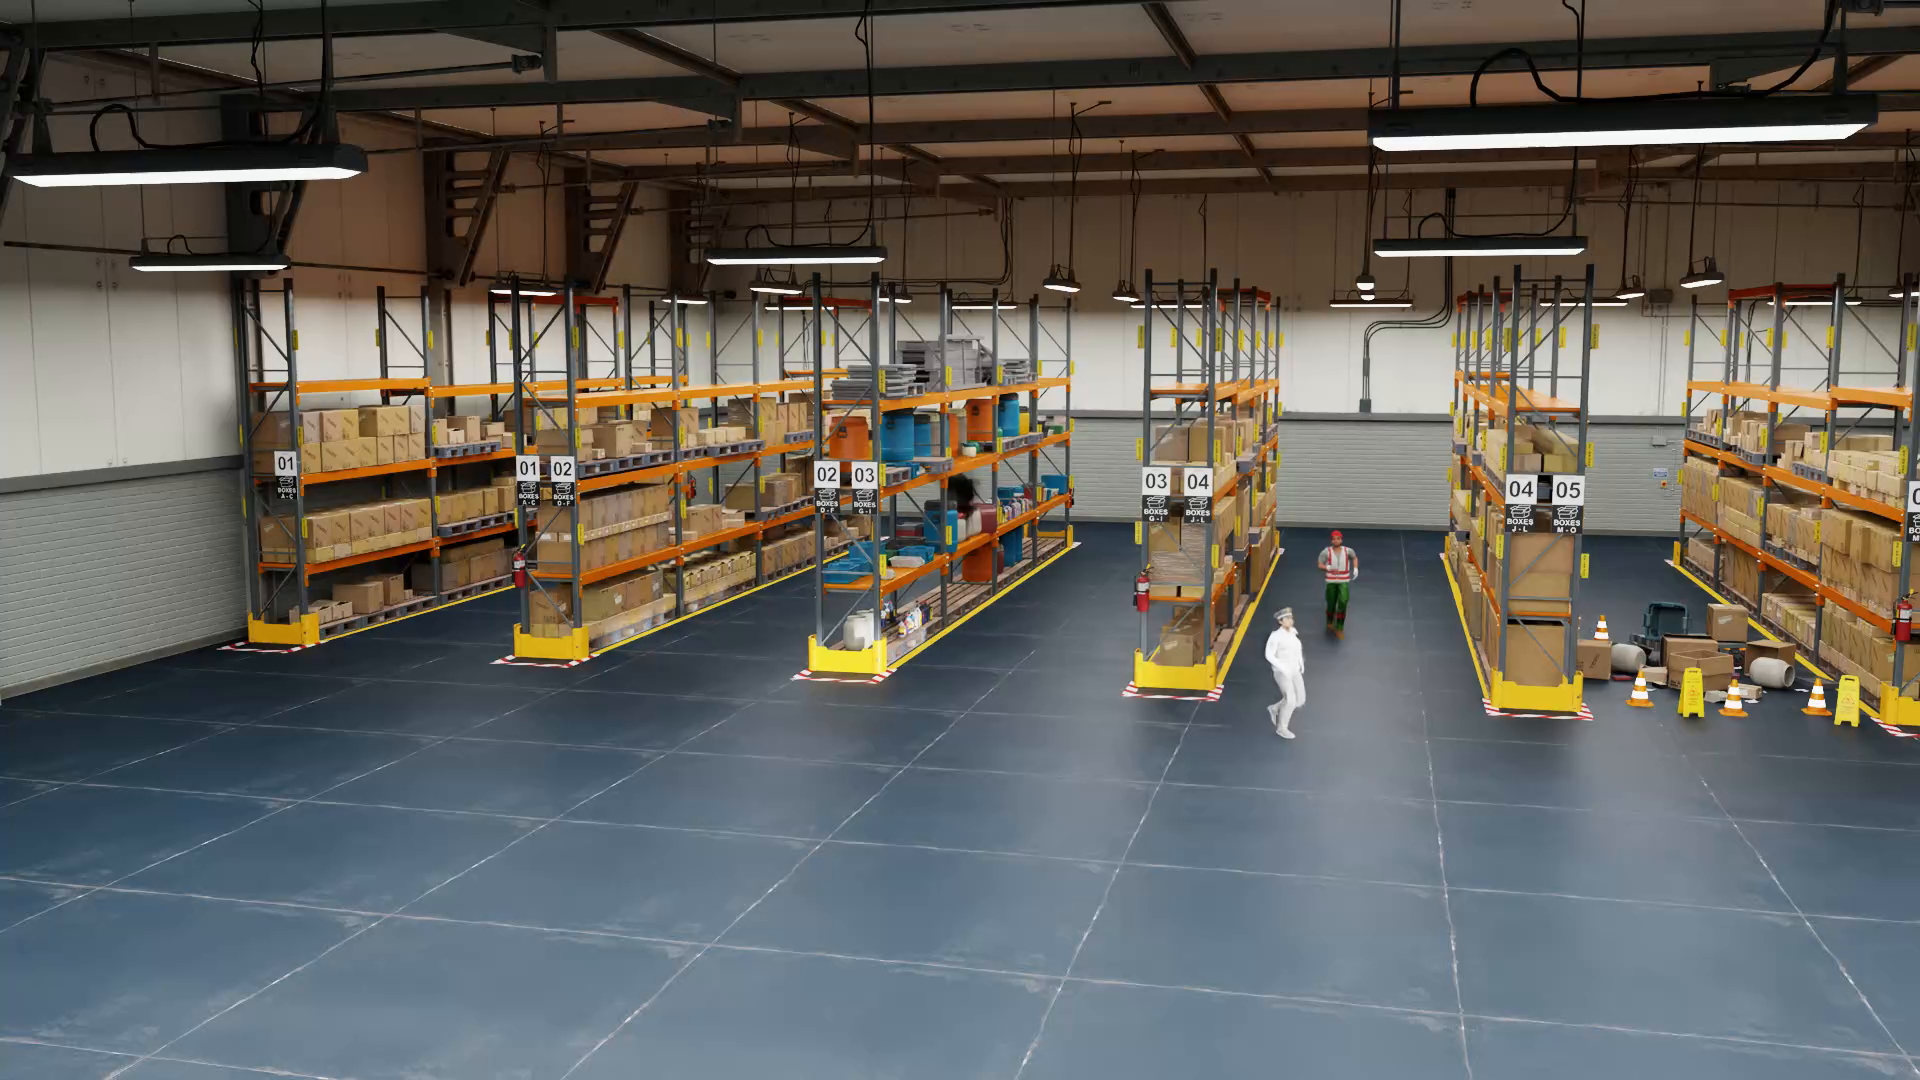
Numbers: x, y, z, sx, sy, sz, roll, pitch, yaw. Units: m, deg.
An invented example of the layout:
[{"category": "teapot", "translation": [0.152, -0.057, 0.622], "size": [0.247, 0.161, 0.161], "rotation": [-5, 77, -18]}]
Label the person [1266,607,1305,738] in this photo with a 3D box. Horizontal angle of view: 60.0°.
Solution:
[{"category": "person", "translation": [4.119, 1.669, 21.095], "size": [0.619, 1.662, 0.508], "rotation": [-5, 9, -38]}]

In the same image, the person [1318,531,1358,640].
[{"category": "person", "translation": [6.405, 0.745, 28.230], "size": [0.669, 1.812, 0.893], "rotation": [1, 7, 11]}]

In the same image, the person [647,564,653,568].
[{"category": "person", "translation": [-6.234, 0.165, 33.149], "size": [0.635, 1.822, 0.756], "rotation": [2, 7, 14]}]
